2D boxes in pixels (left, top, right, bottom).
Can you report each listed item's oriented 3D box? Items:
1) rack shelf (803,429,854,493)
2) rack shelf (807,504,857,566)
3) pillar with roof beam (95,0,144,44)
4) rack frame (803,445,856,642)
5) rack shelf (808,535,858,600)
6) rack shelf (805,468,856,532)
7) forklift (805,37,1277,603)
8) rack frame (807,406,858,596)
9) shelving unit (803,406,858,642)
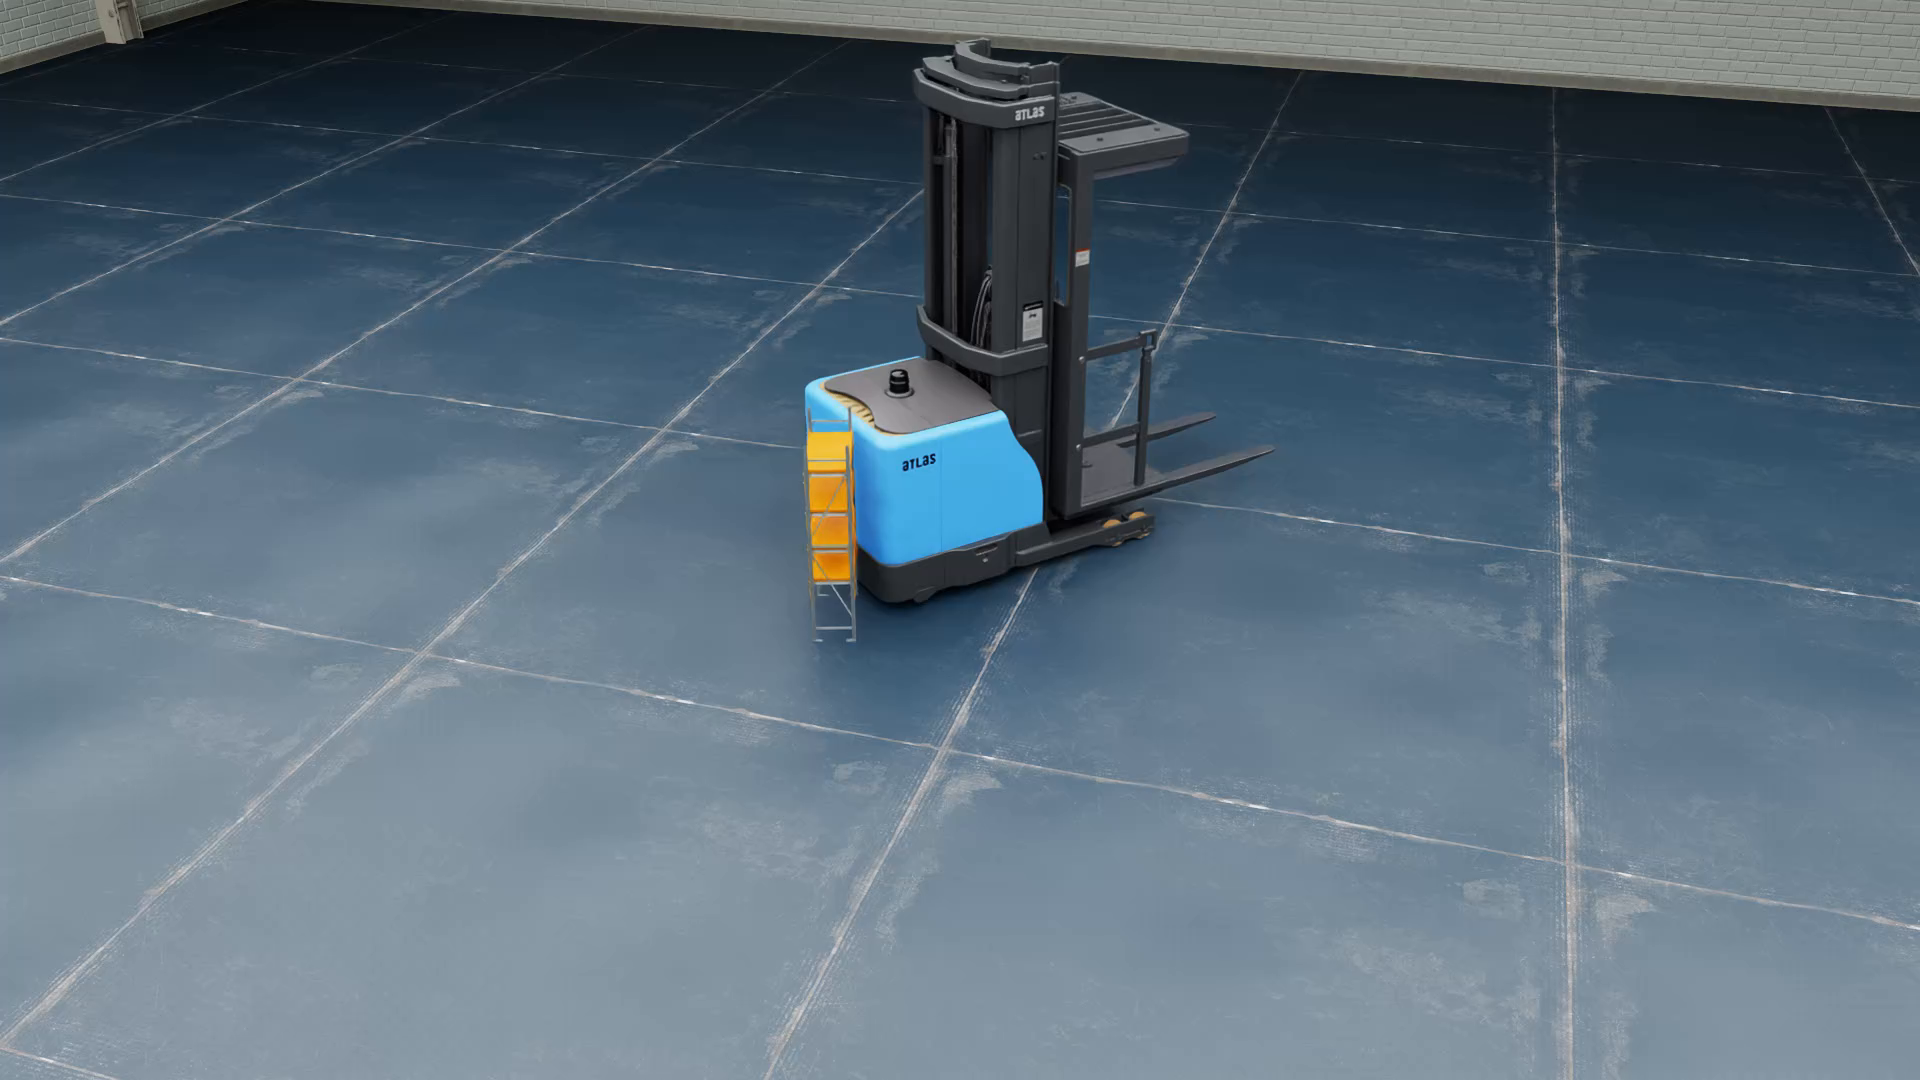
[{"bbox_3d":[-0.706,-0.427,8.975,0.258,0.148,0.480,-1,29,-2],"label":"rack shelf"},{"bbox_3d":[-0.706,-0.025,9.198,0.258,0.148,0.480,-1,29,-2],"label":"rack shelf"},{"bbox_3d":[-7.097,-10.029,19.022,9.100,9.000,0.400,8,30,15],"label":"pillar with roof beam"},{"bbox_3d":[-0.698,0.035,8.952,0.240,1.200,0.015,-1,29,-2],"label":"rack frame"},{"bbox_3d":[-0.706,0.149,9.295,0.258,0.148,0.480,-1,29,-2],"label":"rack shelf"},{"bbox_3d":[-0.706,-0.220,9.090,0.258,0.148,0.480,-1,29,-2],"label":"rack shelf"},{"bbox_3d":[0.607,-1.442,9.827,3.031,2.935,1.130,-17,33,-27],"label":"forklift"},{"bbox_3d":[-0.714,-0.202,9.379,0.240,1.200,0.015,-1,29,-2],"label":"rack frame"},{"bbox_3d":[-0.706,-0.083,9.166,0.258,1.200,0.503,-1,29,-2],"label":"shelving unit"}]
